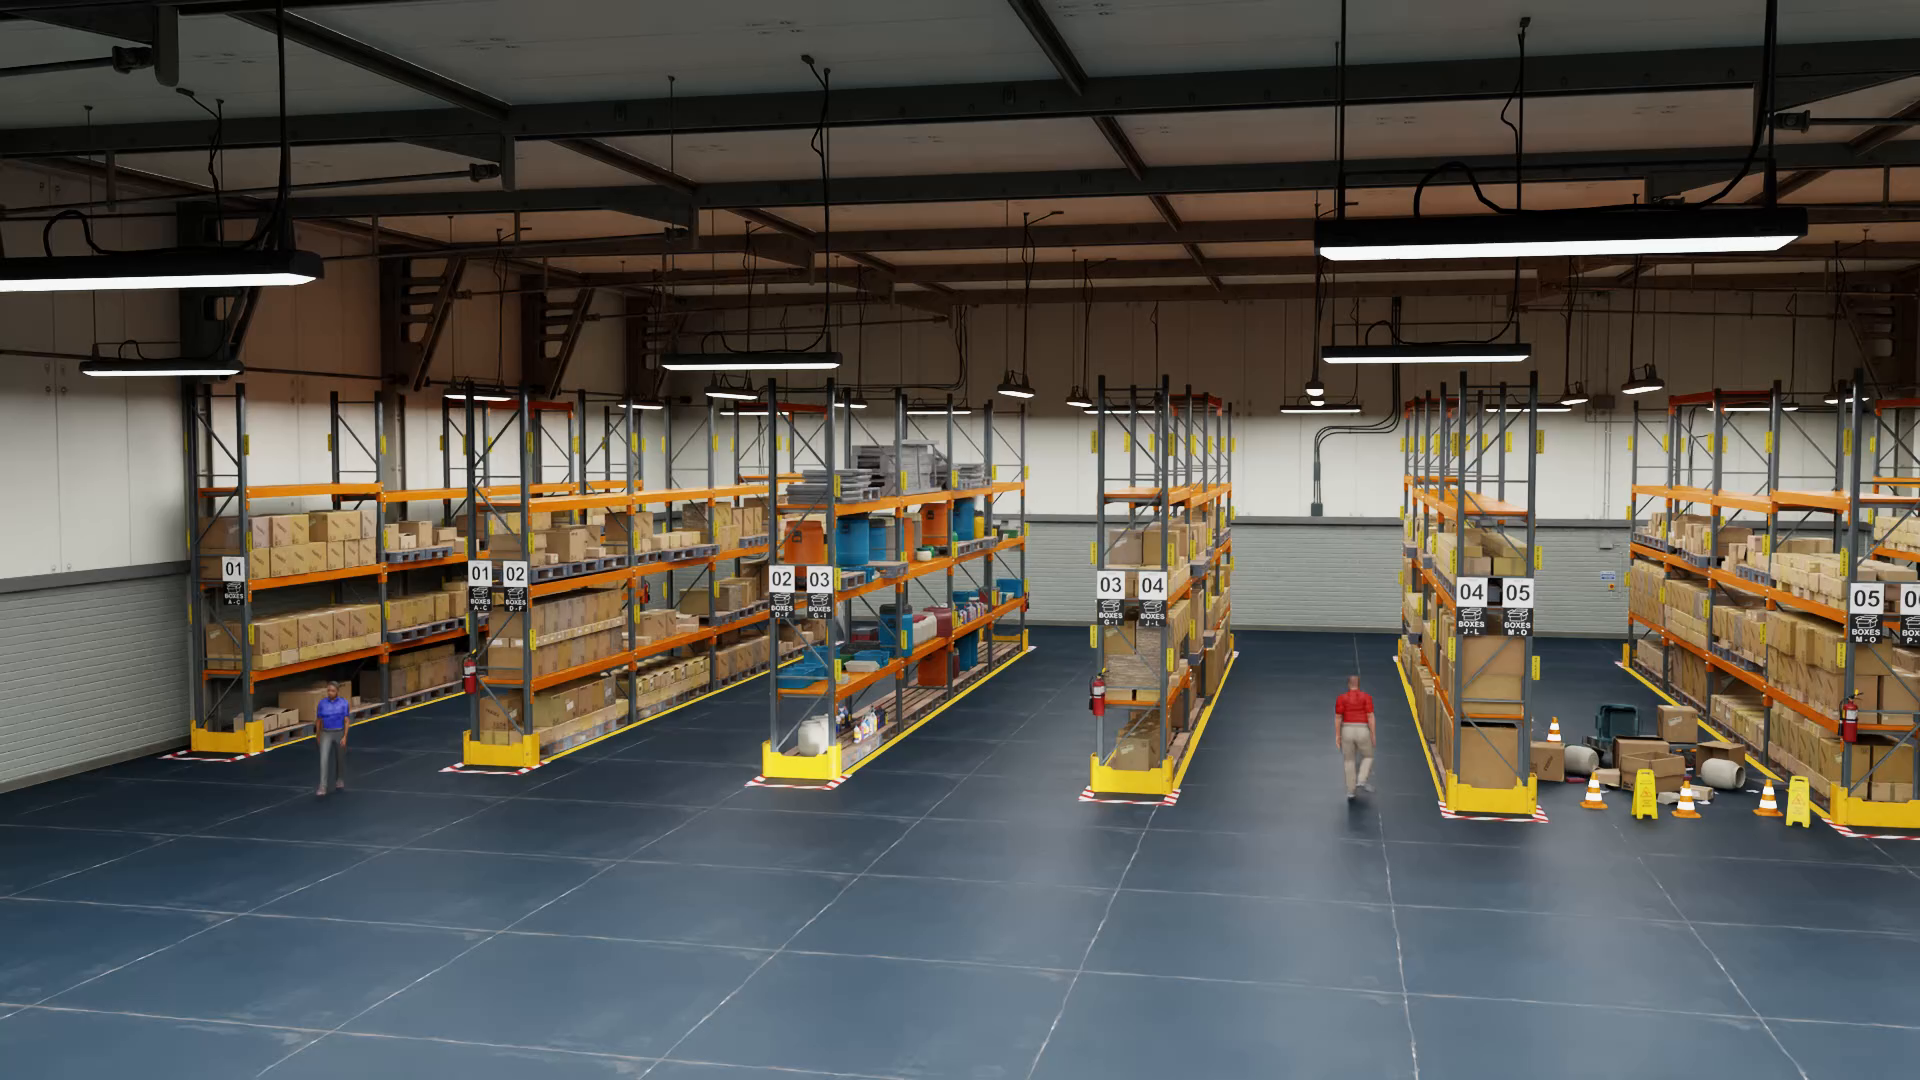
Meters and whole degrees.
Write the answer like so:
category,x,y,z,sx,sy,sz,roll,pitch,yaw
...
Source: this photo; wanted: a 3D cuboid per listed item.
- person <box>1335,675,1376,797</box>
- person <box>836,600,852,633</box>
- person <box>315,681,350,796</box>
category,x,y,z,sx,sy,sz,roll,pitch,yaw
person,5.610,2.786,23.610,0.581,1.716,0.494,1,3,21
person,-3.132,1.678,42.799,1.108,1.687,0.505,1,3,10
person,-8.982,2.815,23.787,0.482,1.599,1.020,-1,4,-21
